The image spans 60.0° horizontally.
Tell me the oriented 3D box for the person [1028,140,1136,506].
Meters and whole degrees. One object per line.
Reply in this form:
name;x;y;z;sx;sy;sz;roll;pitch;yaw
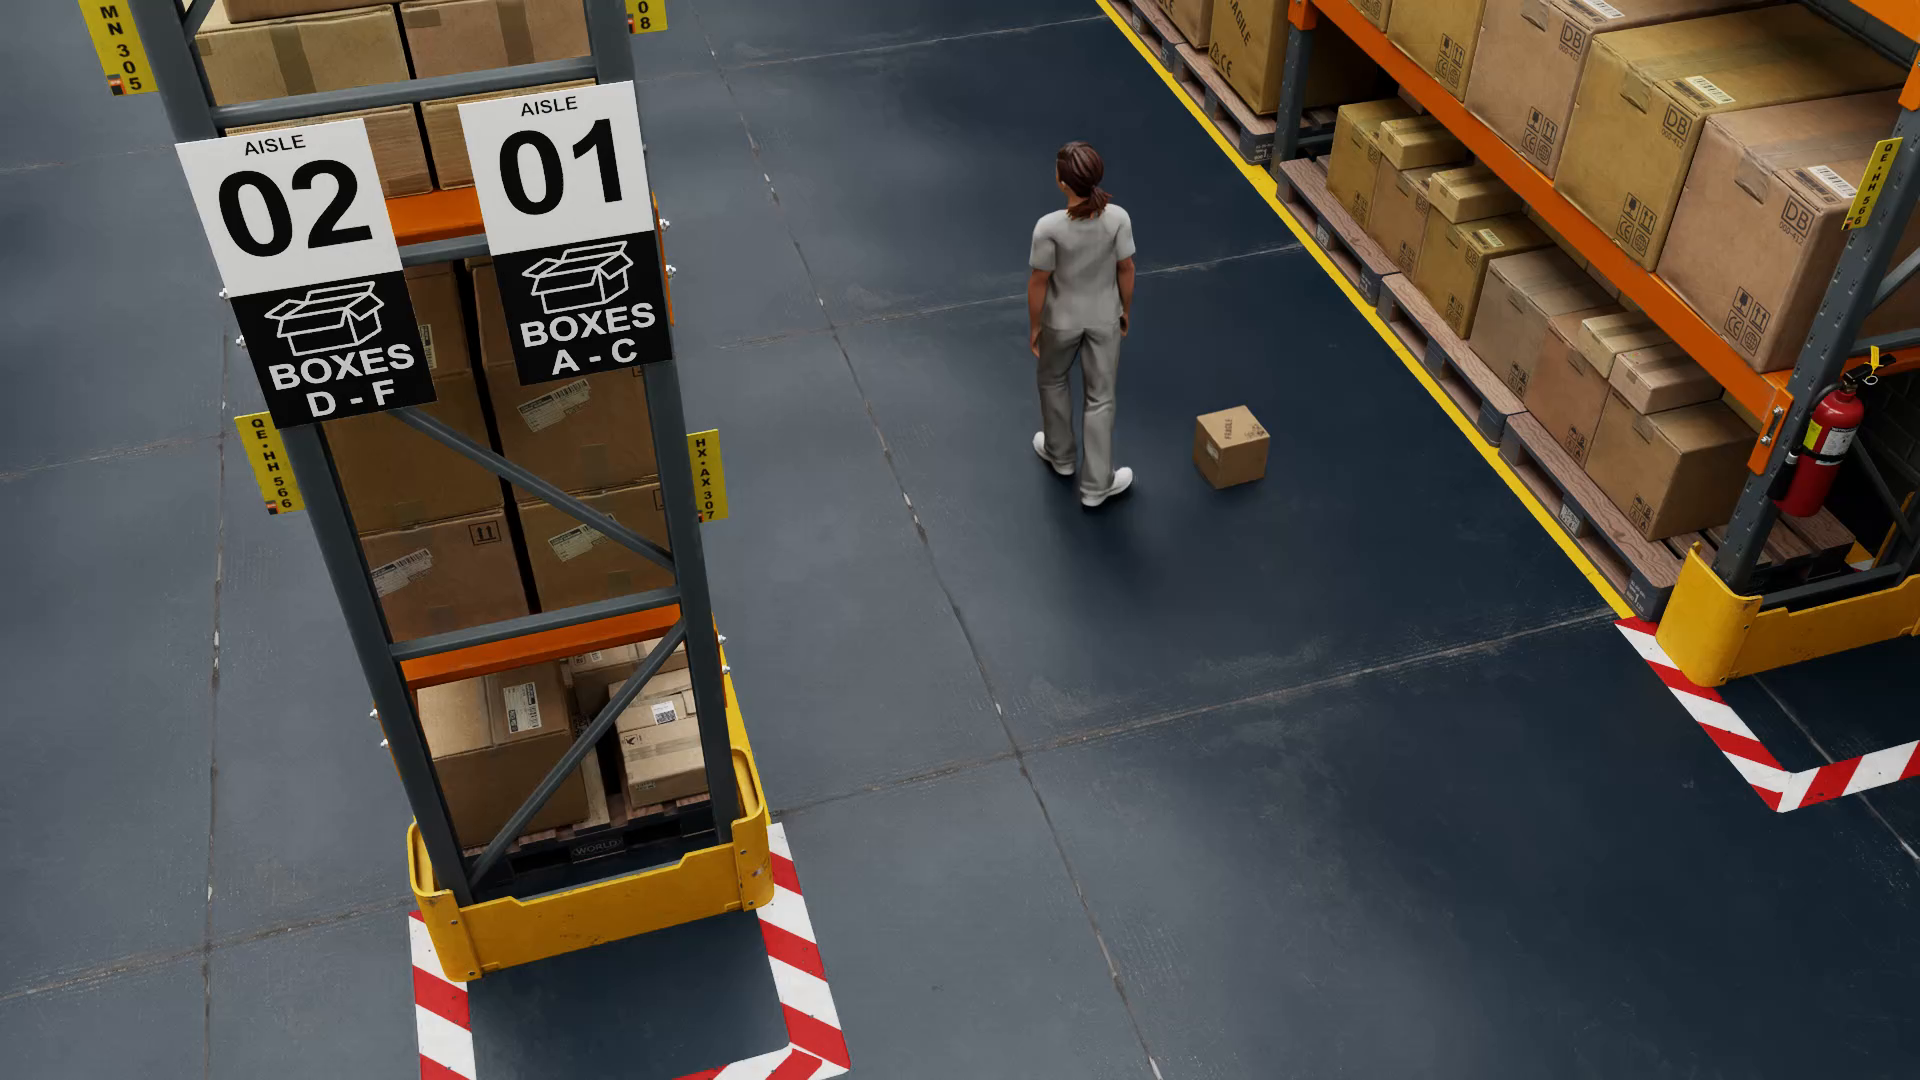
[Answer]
person;0.535;-0.915;7.170;0.500;1.664;0.558;-4;43;-4
